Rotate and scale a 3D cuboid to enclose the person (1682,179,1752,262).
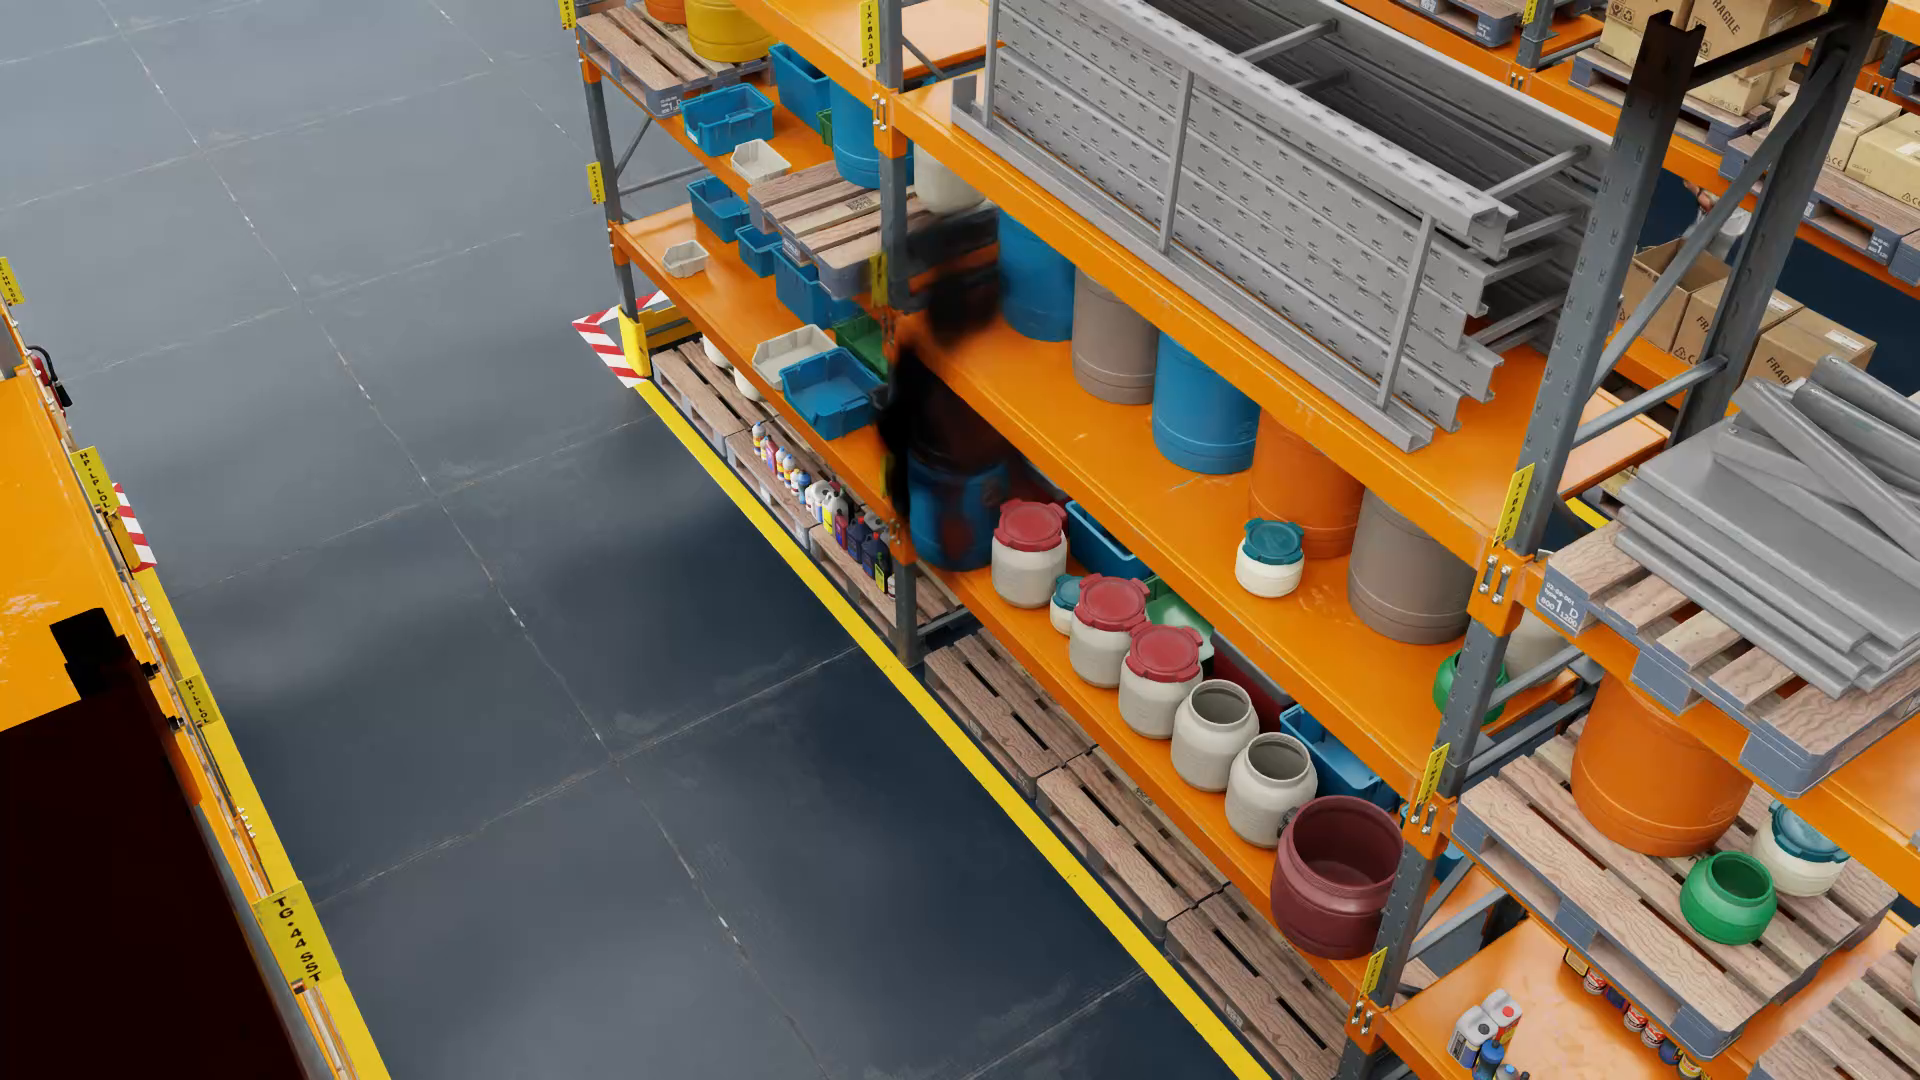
[{"bbox_3d":[6.019,-2.506,13.194,0.658,1.820,0.726,-33,52,-31],"label":"person"}]
